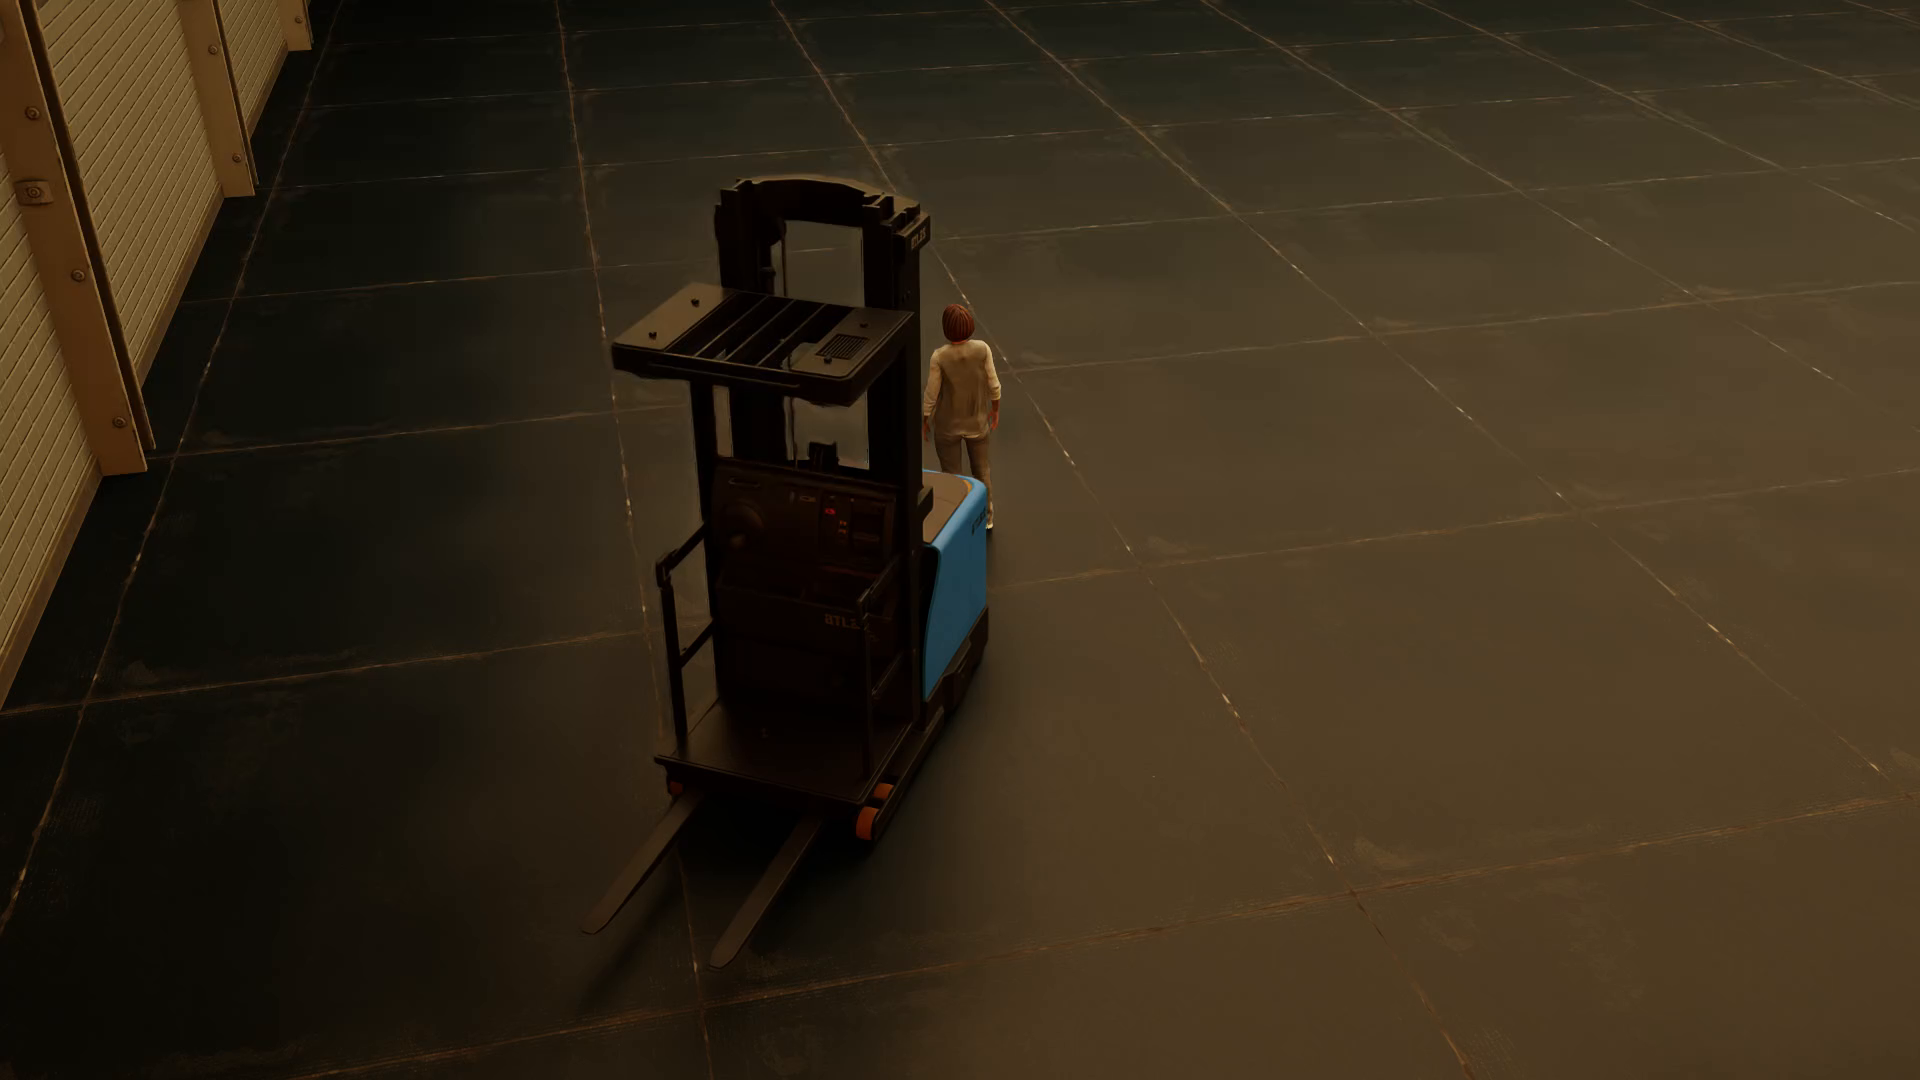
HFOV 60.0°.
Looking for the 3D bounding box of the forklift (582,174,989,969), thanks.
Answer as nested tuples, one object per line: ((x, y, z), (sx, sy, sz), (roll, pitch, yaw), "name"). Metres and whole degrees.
((-0.810, -0.053, 7.665), (1.130, 2.935, 3.031), (10, 32, 17), "forklift")

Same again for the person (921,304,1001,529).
((-0.004, -0.735, 10.161), (0.521, 1.596, 0.475), (-7, 31, -12), "person")
